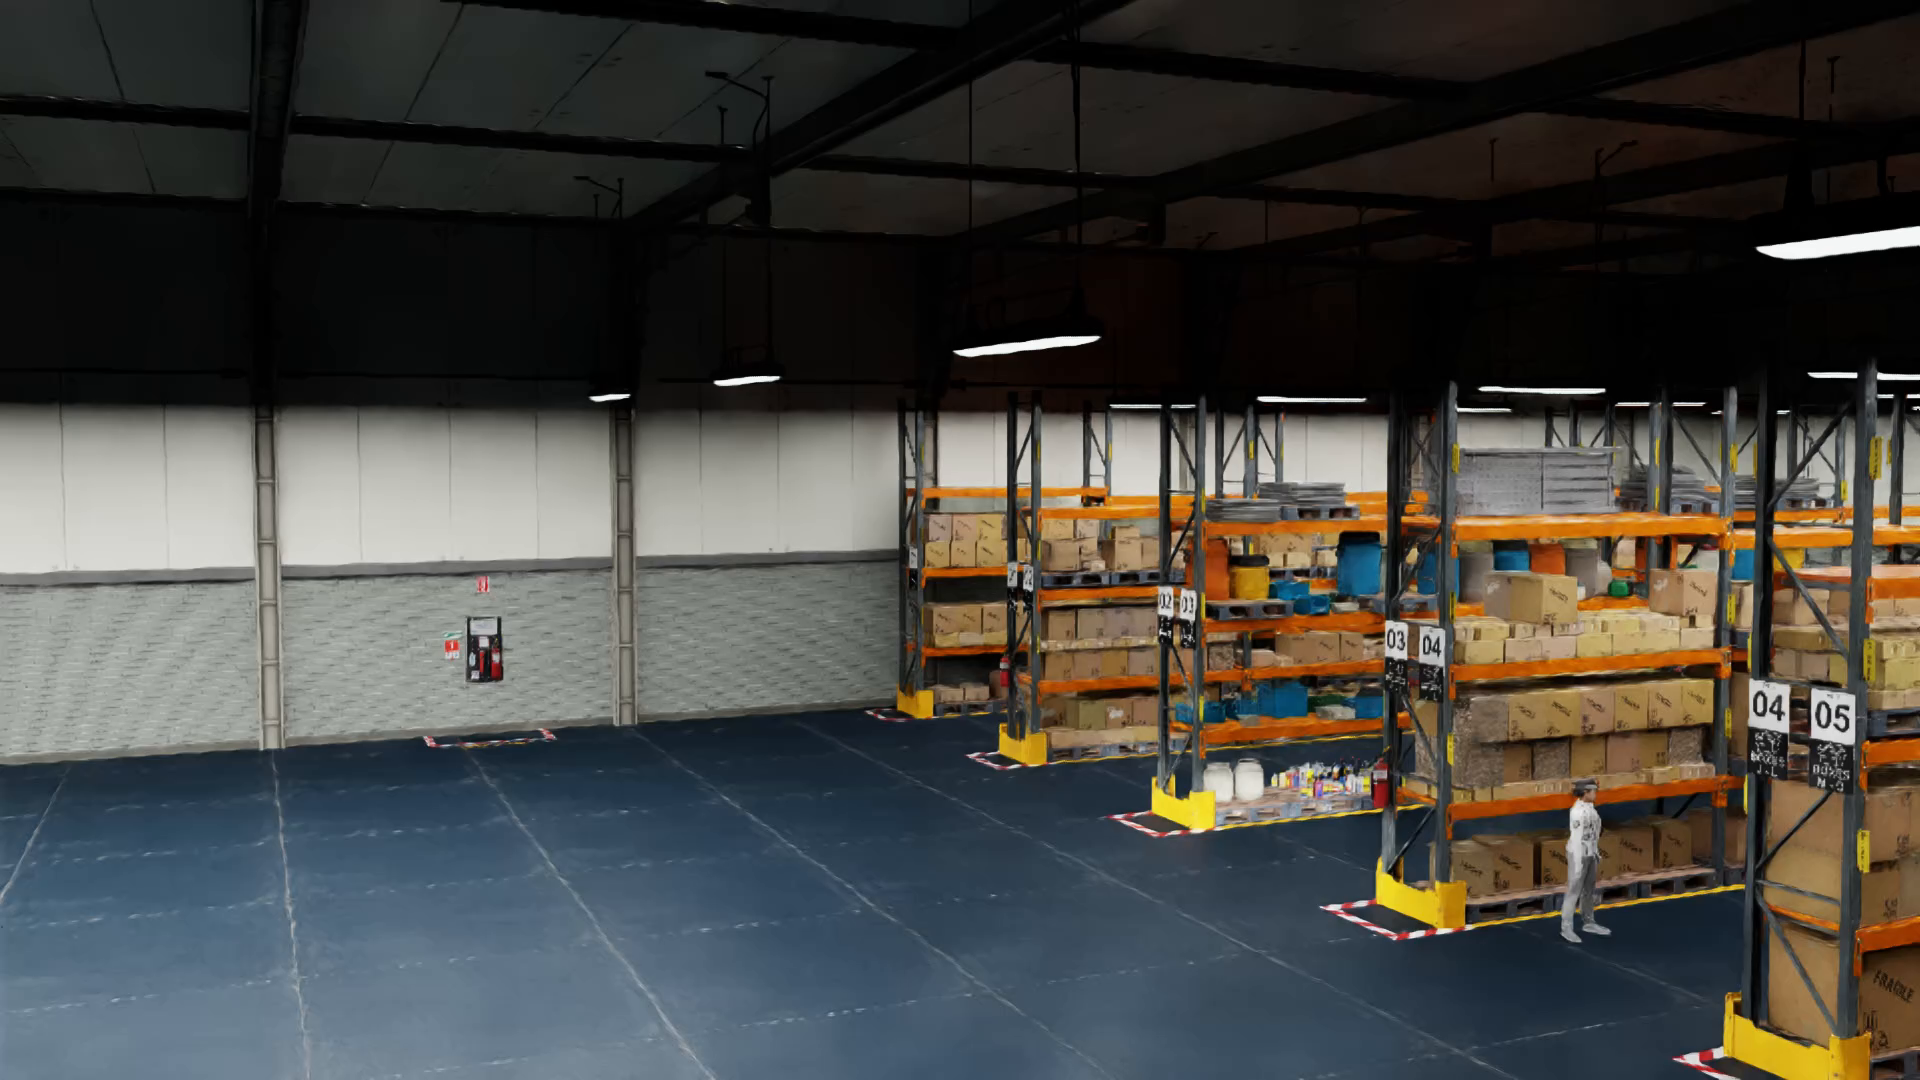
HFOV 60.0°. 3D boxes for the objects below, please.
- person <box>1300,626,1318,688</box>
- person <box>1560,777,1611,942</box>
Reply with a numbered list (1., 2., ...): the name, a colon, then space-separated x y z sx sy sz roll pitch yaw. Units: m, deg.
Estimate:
1. person: 6.797 2.402 32.218 0.451 1.727 0.584 3 4 38
2. person: 6.517 3.297 17.290 0.431 1.684 0.555 3 4 37
